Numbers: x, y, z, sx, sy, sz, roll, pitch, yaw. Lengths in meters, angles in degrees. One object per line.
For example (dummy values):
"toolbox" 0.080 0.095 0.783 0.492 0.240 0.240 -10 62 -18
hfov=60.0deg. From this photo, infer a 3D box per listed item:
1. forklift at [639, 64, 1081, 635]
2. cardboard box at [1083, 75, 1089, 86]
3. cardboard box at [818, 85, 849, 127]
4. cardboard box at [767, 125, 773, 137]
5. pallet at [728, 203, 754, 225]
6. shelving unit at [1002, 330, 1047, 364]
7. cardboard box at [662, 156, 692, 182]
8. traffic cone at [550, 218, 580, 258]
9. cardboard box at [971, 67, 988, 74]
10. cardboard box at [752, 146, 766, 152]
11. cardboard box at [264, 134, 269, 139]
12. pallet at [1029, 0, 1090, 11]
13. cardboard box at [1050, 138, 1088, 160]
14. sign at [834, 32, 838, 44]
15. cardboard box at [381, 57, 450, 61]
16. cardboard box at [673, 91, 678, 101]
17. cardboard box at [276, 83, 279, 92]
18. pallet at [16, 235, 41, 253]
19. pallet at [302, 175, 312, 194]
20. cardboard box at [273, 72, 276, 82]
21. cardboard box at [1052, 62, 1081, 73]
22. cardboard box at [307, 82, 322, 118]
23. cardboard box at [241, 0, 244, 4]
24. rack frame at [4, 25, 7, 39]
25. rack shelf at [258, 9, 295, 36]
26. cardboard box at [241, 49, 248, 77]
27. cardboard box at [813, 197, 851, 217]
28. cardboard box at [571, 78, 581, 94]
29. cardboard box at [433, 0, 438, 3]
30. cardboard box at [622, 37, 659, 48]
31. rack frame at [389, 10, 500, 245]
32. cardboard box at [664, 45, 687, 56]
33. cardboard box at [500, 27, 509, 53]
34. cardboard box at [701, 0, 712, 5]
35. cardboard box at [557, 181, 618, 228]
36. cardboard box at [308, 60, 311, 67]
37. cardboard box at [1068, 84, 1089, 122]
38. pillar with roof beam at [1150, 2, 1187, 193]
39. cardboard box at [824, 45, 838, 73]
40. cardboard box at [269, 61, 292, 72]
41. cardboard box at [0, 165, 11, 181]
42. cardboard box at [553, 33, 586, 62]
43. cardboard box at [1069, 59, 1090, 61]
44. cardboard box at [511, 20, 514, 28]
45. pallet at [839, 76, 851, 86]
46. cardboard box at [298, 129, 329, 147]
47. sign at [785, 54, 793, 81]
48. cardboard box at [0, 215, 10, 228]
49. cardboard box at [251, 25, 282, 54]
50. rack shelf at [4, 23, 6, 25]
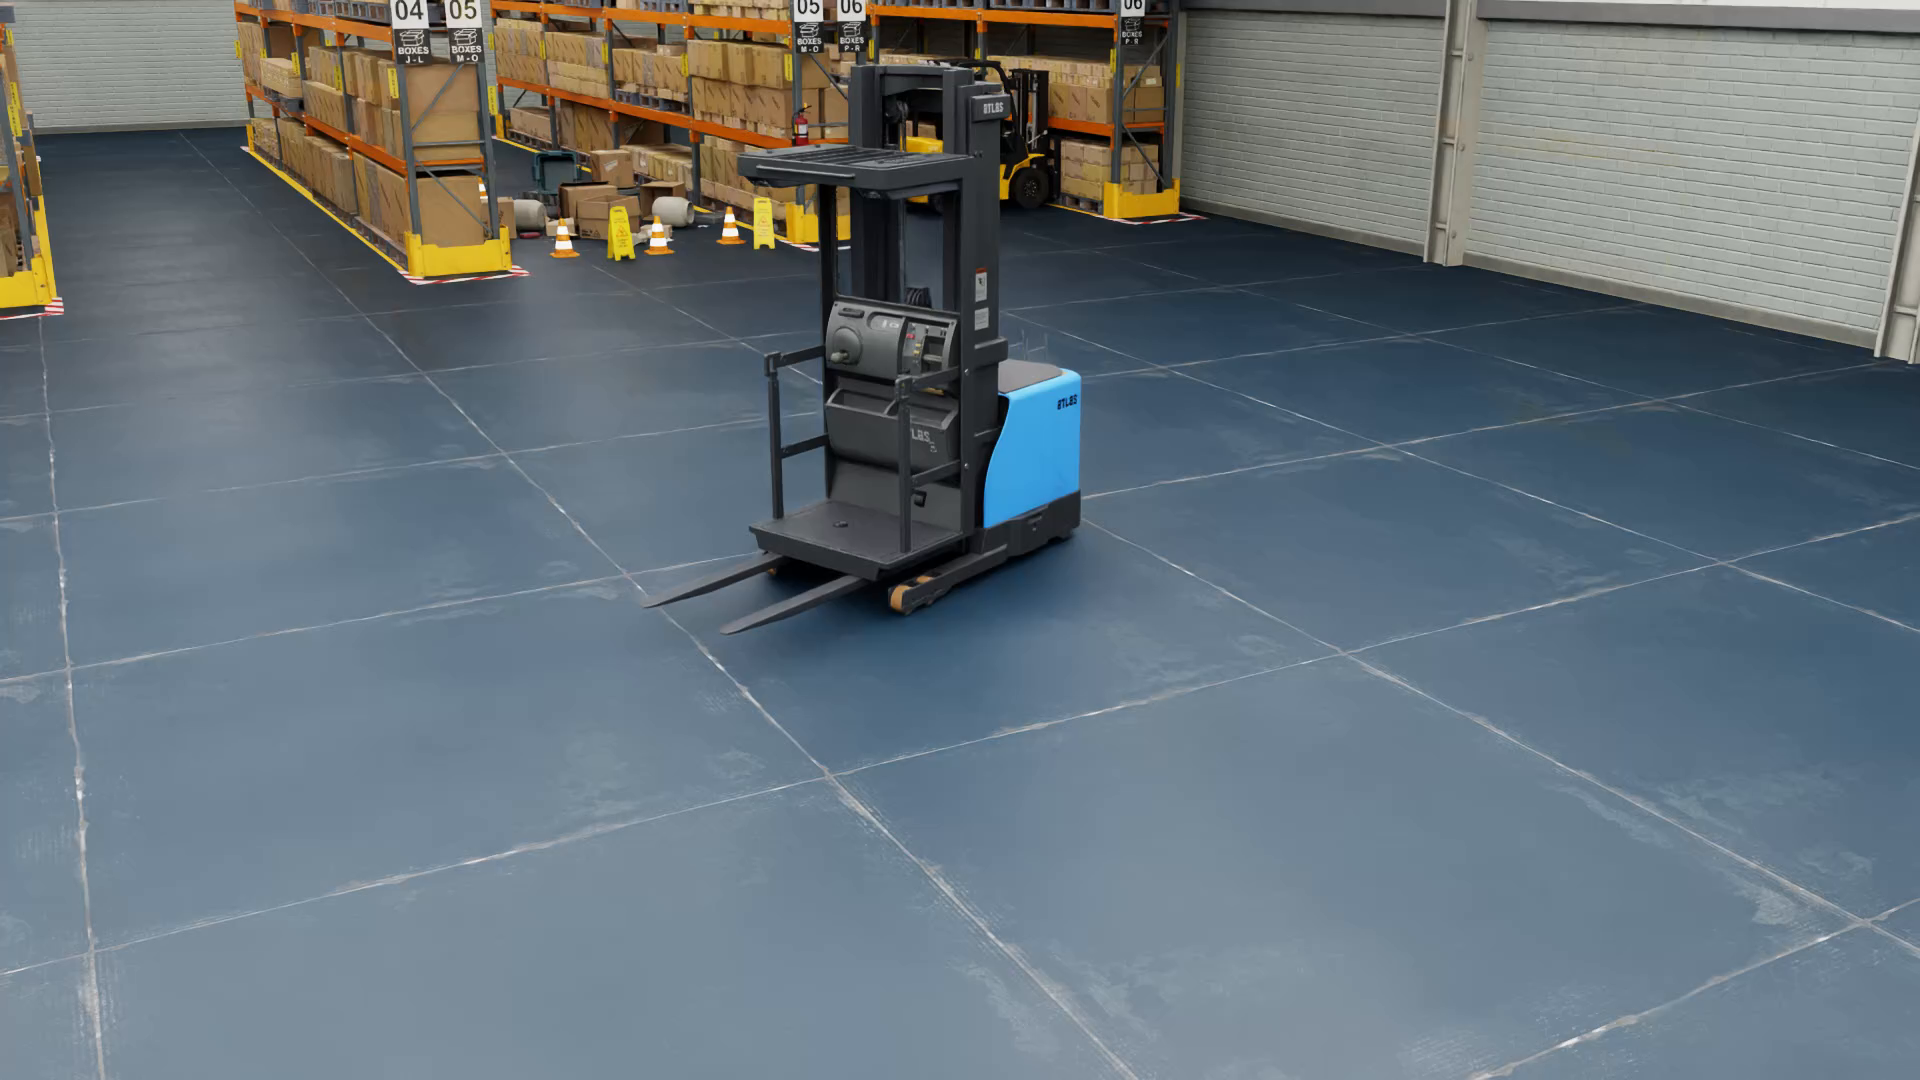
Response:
"forklift" -0.531 -1.146 9.460 1.130 2.935 3.031 14 24 36
"cardboard box" 2.035 -6.786 24.550 0.380 0.149 0.250 -10 21 -26
"cardboard box" -1.684 -5.820 22.289 0.500 0.500 0.500 -10 22 -27
"cardboard box" -2.390 -5.541 22.475 0.380 0.149 0.250 -10 22 -28
"pallet" -2.669 -4.745 24.059 1.003 0.211 1.213 -10 21 -27
"shelving unit" 0.422 -0.772 11.028 0.189 1.200 0.258 14 23 34
"cardboard box" -4.198 -5.913 26.555 0.950 0.372 0.625 -9 21 -23
"traffic cone" -5.014 -3.830 21.022 0.336 0.463 0.334 -10 21 -27
"cardboard box" 0.406 -7.789 27.457 0.380 0.149 0.250 -9 21 -25
"cardboard box" -2.663 -5.370 23.022 0.380 0.149 0.250 -10 21 -26
"cardboard box" -13.076 -7.756 31.780 0.380 0.149 0.250 -11 22 -29
"pallet" 1.767 -8.157 25.208 1.003 0.211 1.213 -10 21 -27
"cardboard box" 1.674 -5.967 25.364 0.500 0.250 0.500 -10 21 -26
"sign" -2.548 -10.302 34.113 0.100 0.325 0.005 -10 21 -27
"cardboard box" -6.643 -5.676 20.598 0.875 0.550 0.550 -10 21 -27
"cardboard box" -4.200 -6.864 25.667 0.380 0.149 0.250 -11 22 -28
"cardboard box" -11.054 -7.473 27.431 0.380 0.149 0.250 -9 21 -25
"pallet" -11.974 -3.561 20.627 1.003 0.211 1.213 -10 21 -27
"pallet" -10.180 -5.860 27.290 1.003 0.211 1.213 -10 21 -27
"cardboard box" -11.183 -7.689 27.602 0.380 0.149 0.250 -10 22 -28
"cardboard box" 1.613 -7.138 25.116 0.380 0.149 0.250 -10 21 -26
"cardboard box" -9.591 -6.685 25.252 0.500 0.500 0.500 -10 22 -27
"cardboard box" -13.119 -10.131 31.024 0.500 0.250 0.500 -11 22 -28
"rack frame" -18.023 -8.511 30.698 1.000 3.000 0.127 -10 21 -27
"rack shelf" -10.760 -8.606 27.477 1.077 0.370 4.000 -10 21 -27
"cardboard box" -13.639 -9.266 32.278 0.500 0.500 0.500 -9 21 -24
"cardboard box" -1.843 -4.626 23.011 0.500 0.250 0.500 -10 21 -27
"cardboard box" -6.719 -8.217 30.075 0.500 0.250 0.500 -10 22 -28
"cardboard box" -6.014 -6.423 19.637 0.380 0.149 0.250 -10 21 -26
"cardboard box" -5.521 -8.449 28.831 0.500 0.500 0.500 -11 22 -28
"rack frame" -6.012 -4.657 19.529 1.000 3.000 0.127 -10 21 -27
"cardboard box" -4.360 -7.588 25.774 0.380 0.149 0.250 -11 22 -28
"cardboard box" -9.072 -10.237 34.013 0.500 0.500 0.500 -11 22 -28
"cardboard box" -3.382 -7.773 23.736 0.500 0.250 0.500 -10 21 -27
"cardboard box" -5.217 -4.716 23.319 0.797 0.637 0.503 -10 21 -27
"cardboard box" -10.860 -8.080 28.278 0.380 0.149 0.250 -11 22 -28
"cardboard box" 1.960 -6.521 24.778 0.500 0.500 0.500 -9 21 -25
"pillar with roof beam" -0.663 -8.731 22.139 9.100 9.000 0.400 -10 21 -27
"cardboard box" -2.384 -9.366 32.378 0.700 0.500 0.500 -10 21 -27
"cardboard box" -11.313 -7.908 27.778 0.380 0.149 0.250 -9 21 -25
"cardboard box" -10.350 -3.918 17.772 0.380 0.149 0.250 -10 21 -27
"cardboard box" -7.180 -9.105 30.733 0.500 0.500 0.500 -10 21 -27
"cardboard box" 1.854 -7.371 25.789 0.380 0.149 0.250 -9 21 -25
"cardboard box" -8.773 -10.353 33.355 0.380 0.149 0.250 -10 21 -26
"pallet" -1.519 -8.612 31.286 1.213 0.211 1.003 -10 21 -27
"cardboard box" -10.366 -6.481 26.853 0.500 0.250 0.500 -11 22 -28
"sign" -2.201 -6.069 21.362 0.100 0.325 0.005 -10 21 -27
"cardboard box" -11.301 -3.466 19.264 0.500 0.500 0.500 -8 21 -22
"cardboard box" -12.652 -9.152 30.414 0.500 0.500 0.500 -9 21 -25
"rack shelf" -17.073 -9.015 28.662 1.077 0.370 4.000 -10 21 -27
